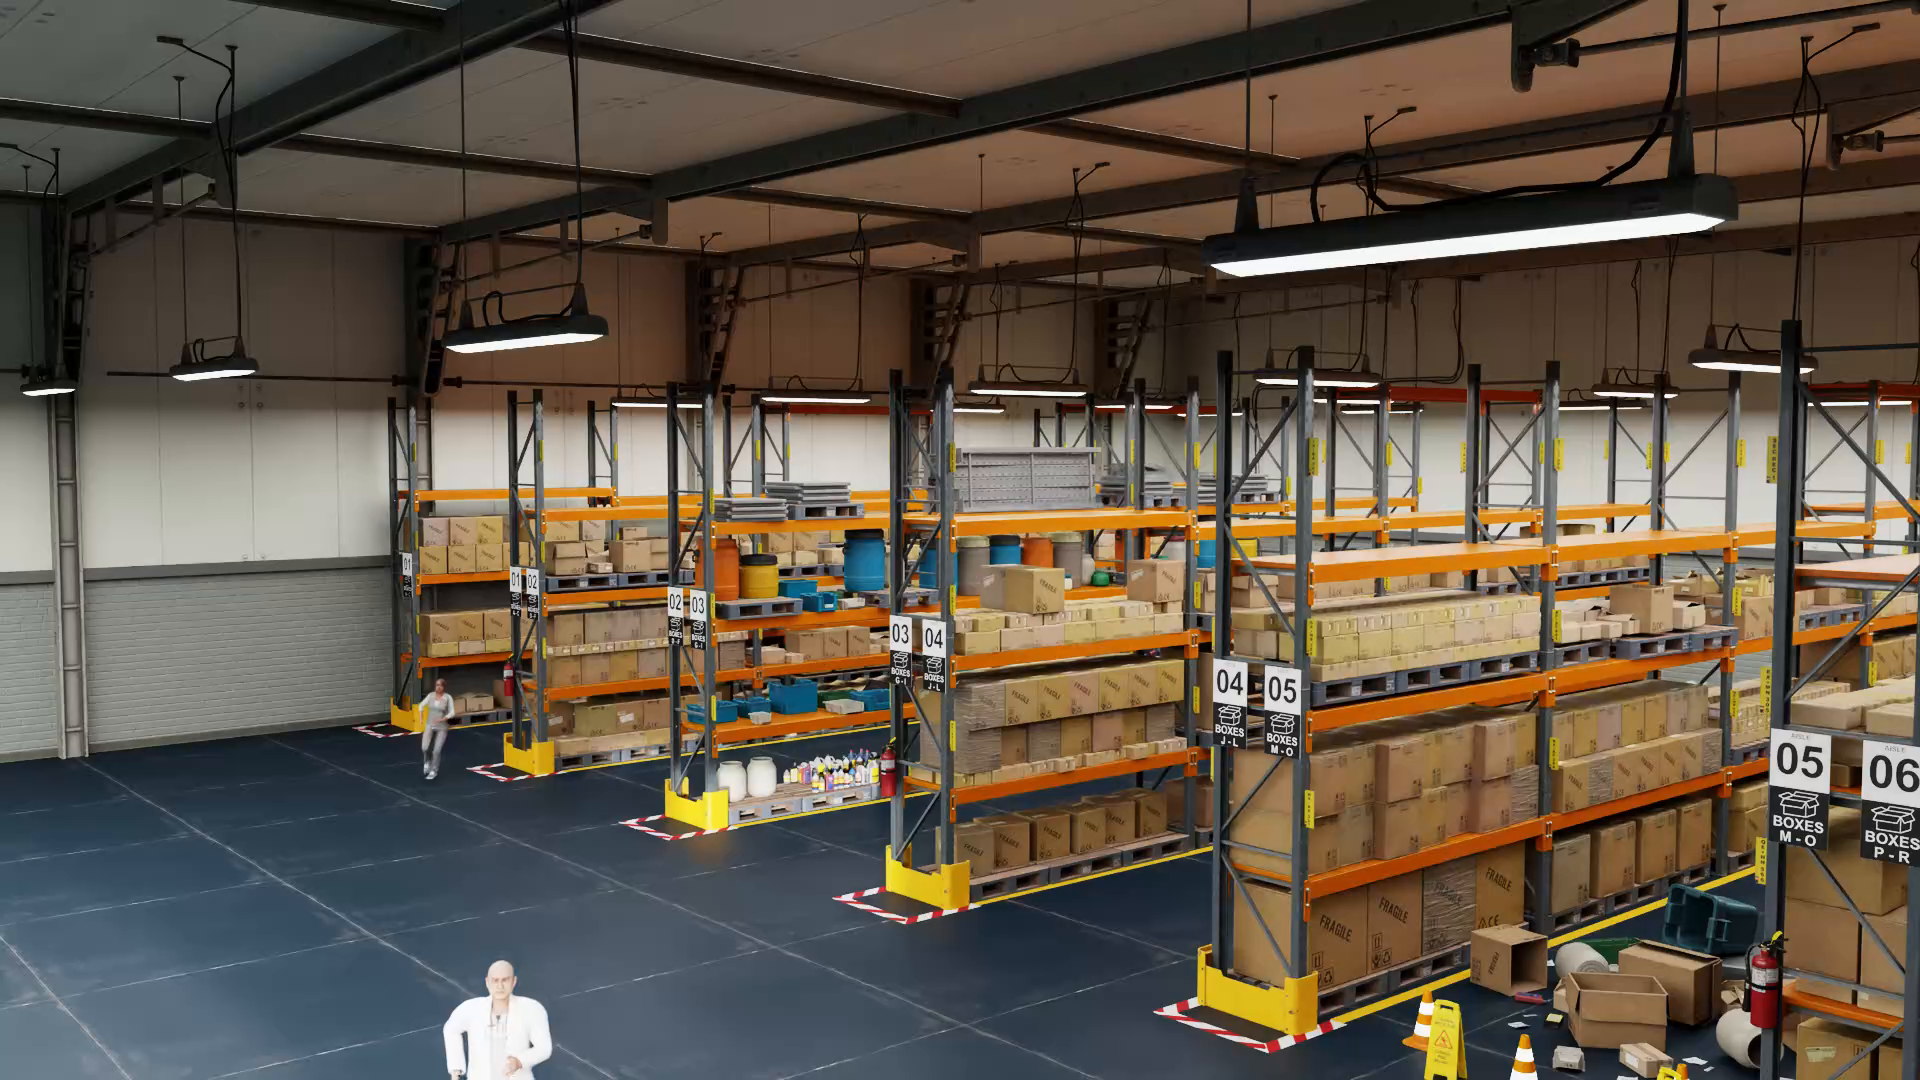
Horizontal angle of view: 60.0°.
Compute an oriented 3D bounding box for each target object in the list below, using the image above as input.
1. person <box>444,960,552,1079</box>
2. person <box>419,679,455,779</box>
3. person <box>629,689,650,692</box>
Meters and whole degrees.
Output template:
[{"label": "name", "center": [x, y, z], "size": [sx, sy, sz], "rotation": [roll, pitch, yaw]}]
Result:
[{"label": "person", "center": [-3.003, 3.647, 10.841], "size": [0.673, 1.800, 0.773], "rotation": [-1, 4, -18]}, {"label": "person", "center": [-8.041, 2.905, 25.535], "size": [0.560, 1.545, 0.489], "rotation": [-1, 3, -10]}, {"label": "person", "center": [-5.619, 2.570, 29.454], "size": [0.799, 1.742, 0.709], "rotation": [-3, 4, -41]}]
